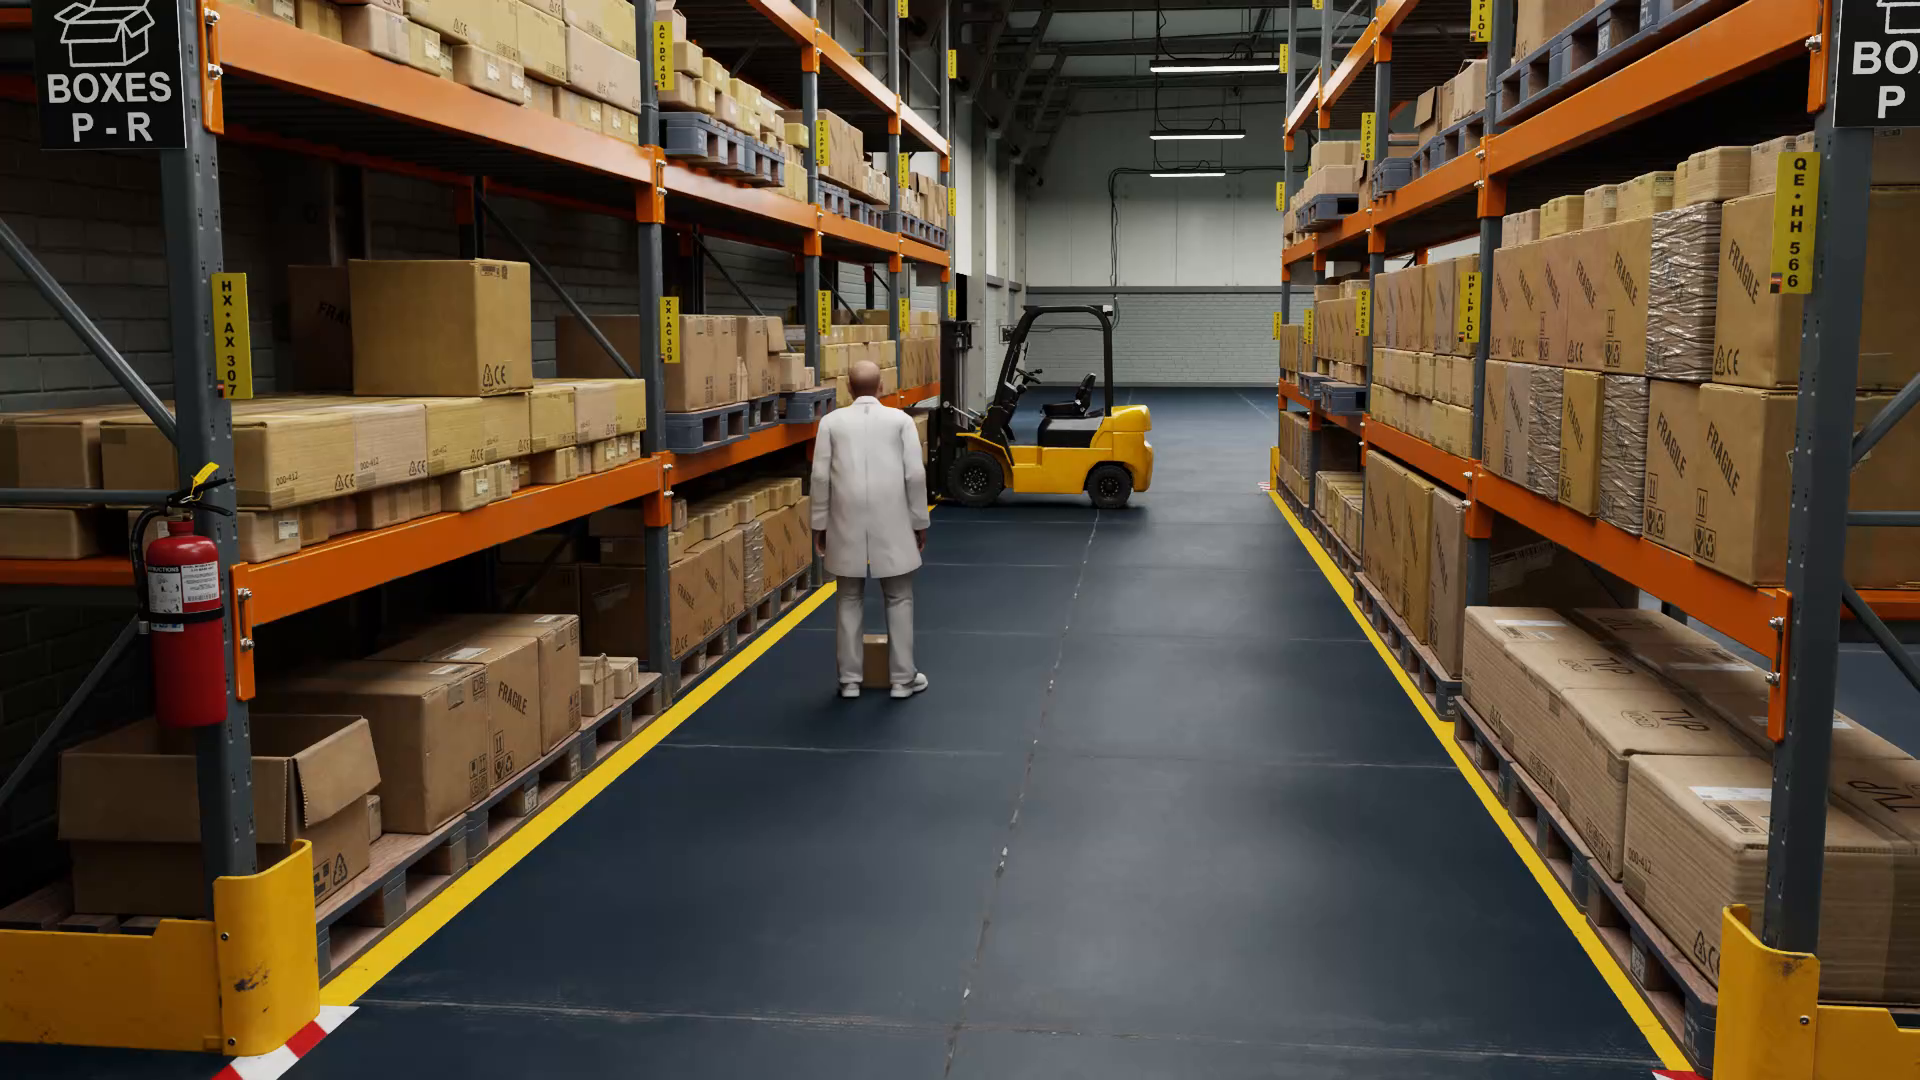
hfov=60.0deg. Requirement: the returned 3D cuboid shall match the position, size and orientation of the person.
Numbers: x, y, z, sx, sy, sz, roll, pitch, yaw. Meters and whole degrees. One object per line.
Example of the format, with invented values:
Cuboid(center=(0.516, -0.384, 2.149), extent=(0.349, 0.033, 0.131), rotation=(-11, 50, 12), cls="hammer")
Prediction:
Cuboid(center=(-0.477, -0.059, 8.800), extent=(0.642, 1.772, 0.432), rotation=(0, 7, 2), cls="person")
